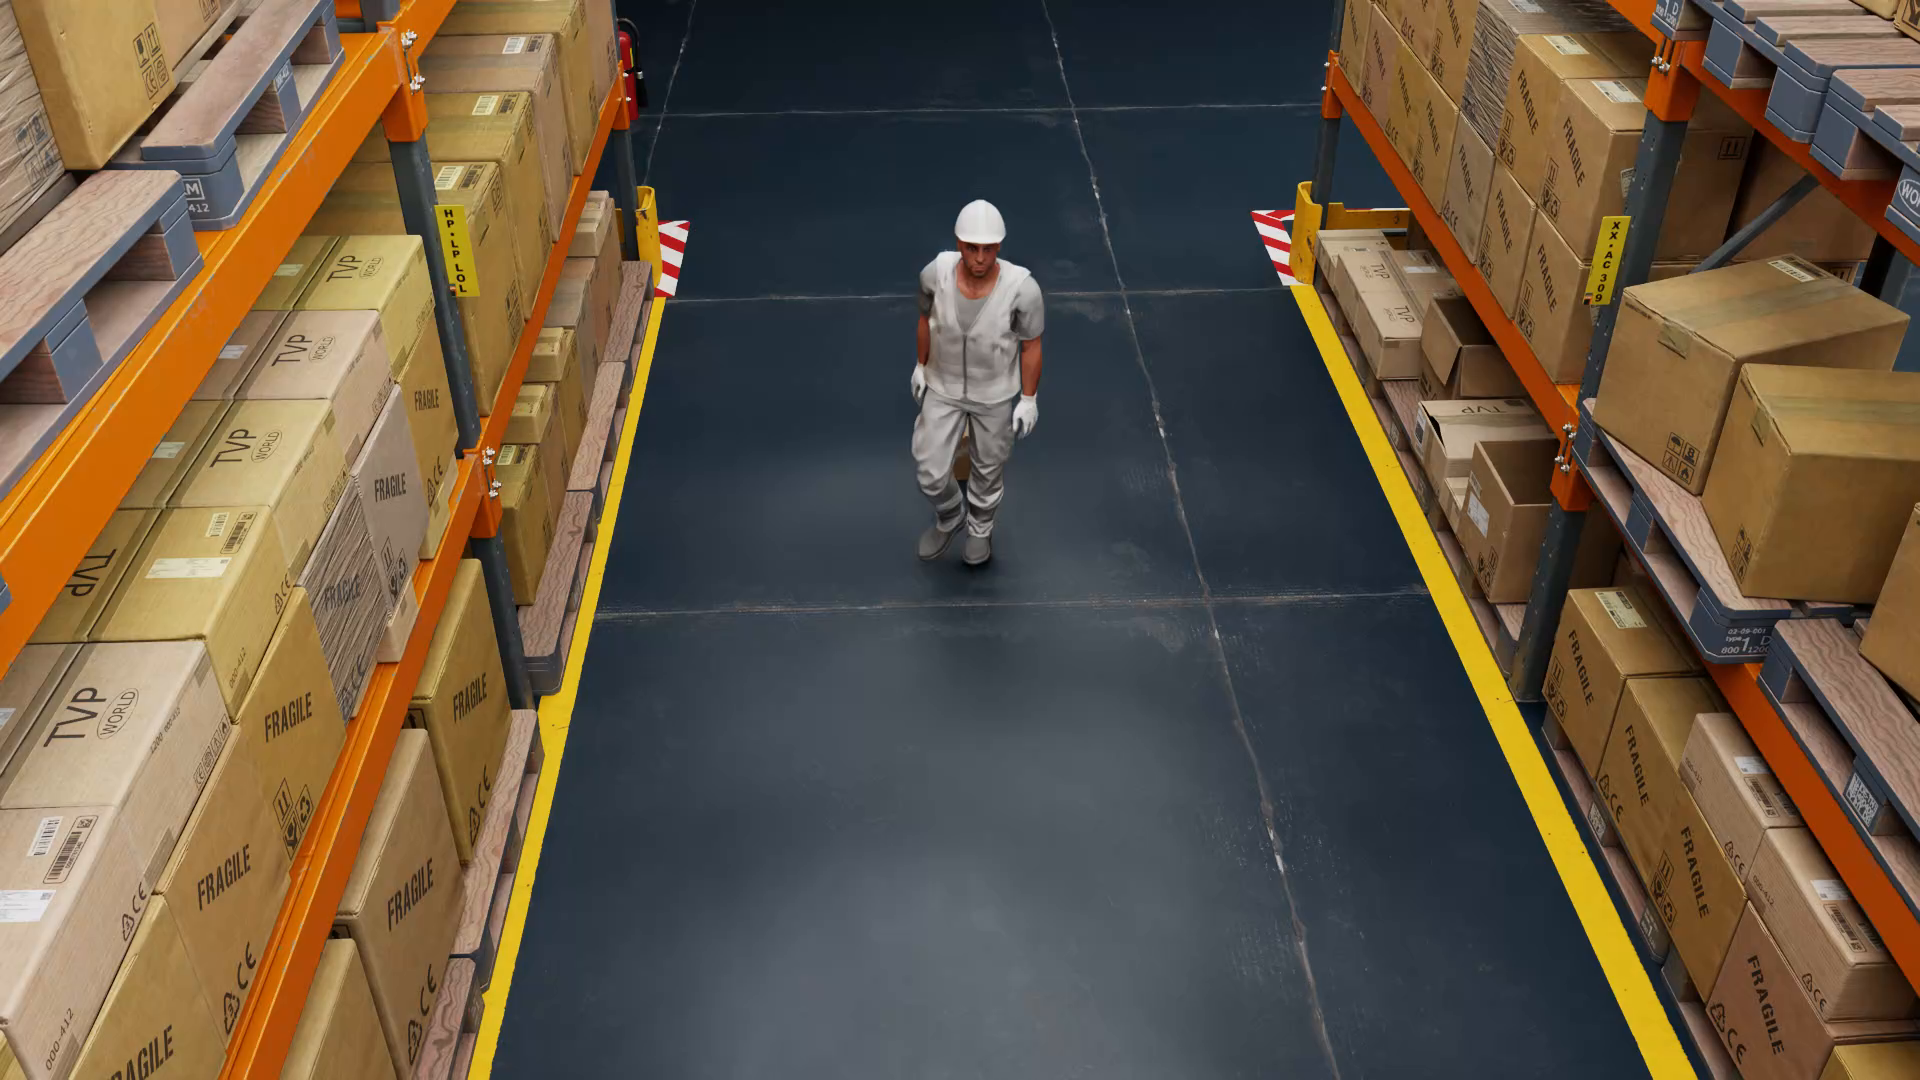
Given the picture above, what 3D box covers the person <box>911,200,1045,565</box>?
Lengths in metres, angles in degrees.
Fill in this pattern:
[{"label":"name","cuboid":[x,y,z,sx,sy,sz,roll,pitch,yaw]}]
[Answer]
[{"label":"person","cuboid":[0.058,-0.626,6.986,0.580,1.768,0.502,6,35,8]}]
